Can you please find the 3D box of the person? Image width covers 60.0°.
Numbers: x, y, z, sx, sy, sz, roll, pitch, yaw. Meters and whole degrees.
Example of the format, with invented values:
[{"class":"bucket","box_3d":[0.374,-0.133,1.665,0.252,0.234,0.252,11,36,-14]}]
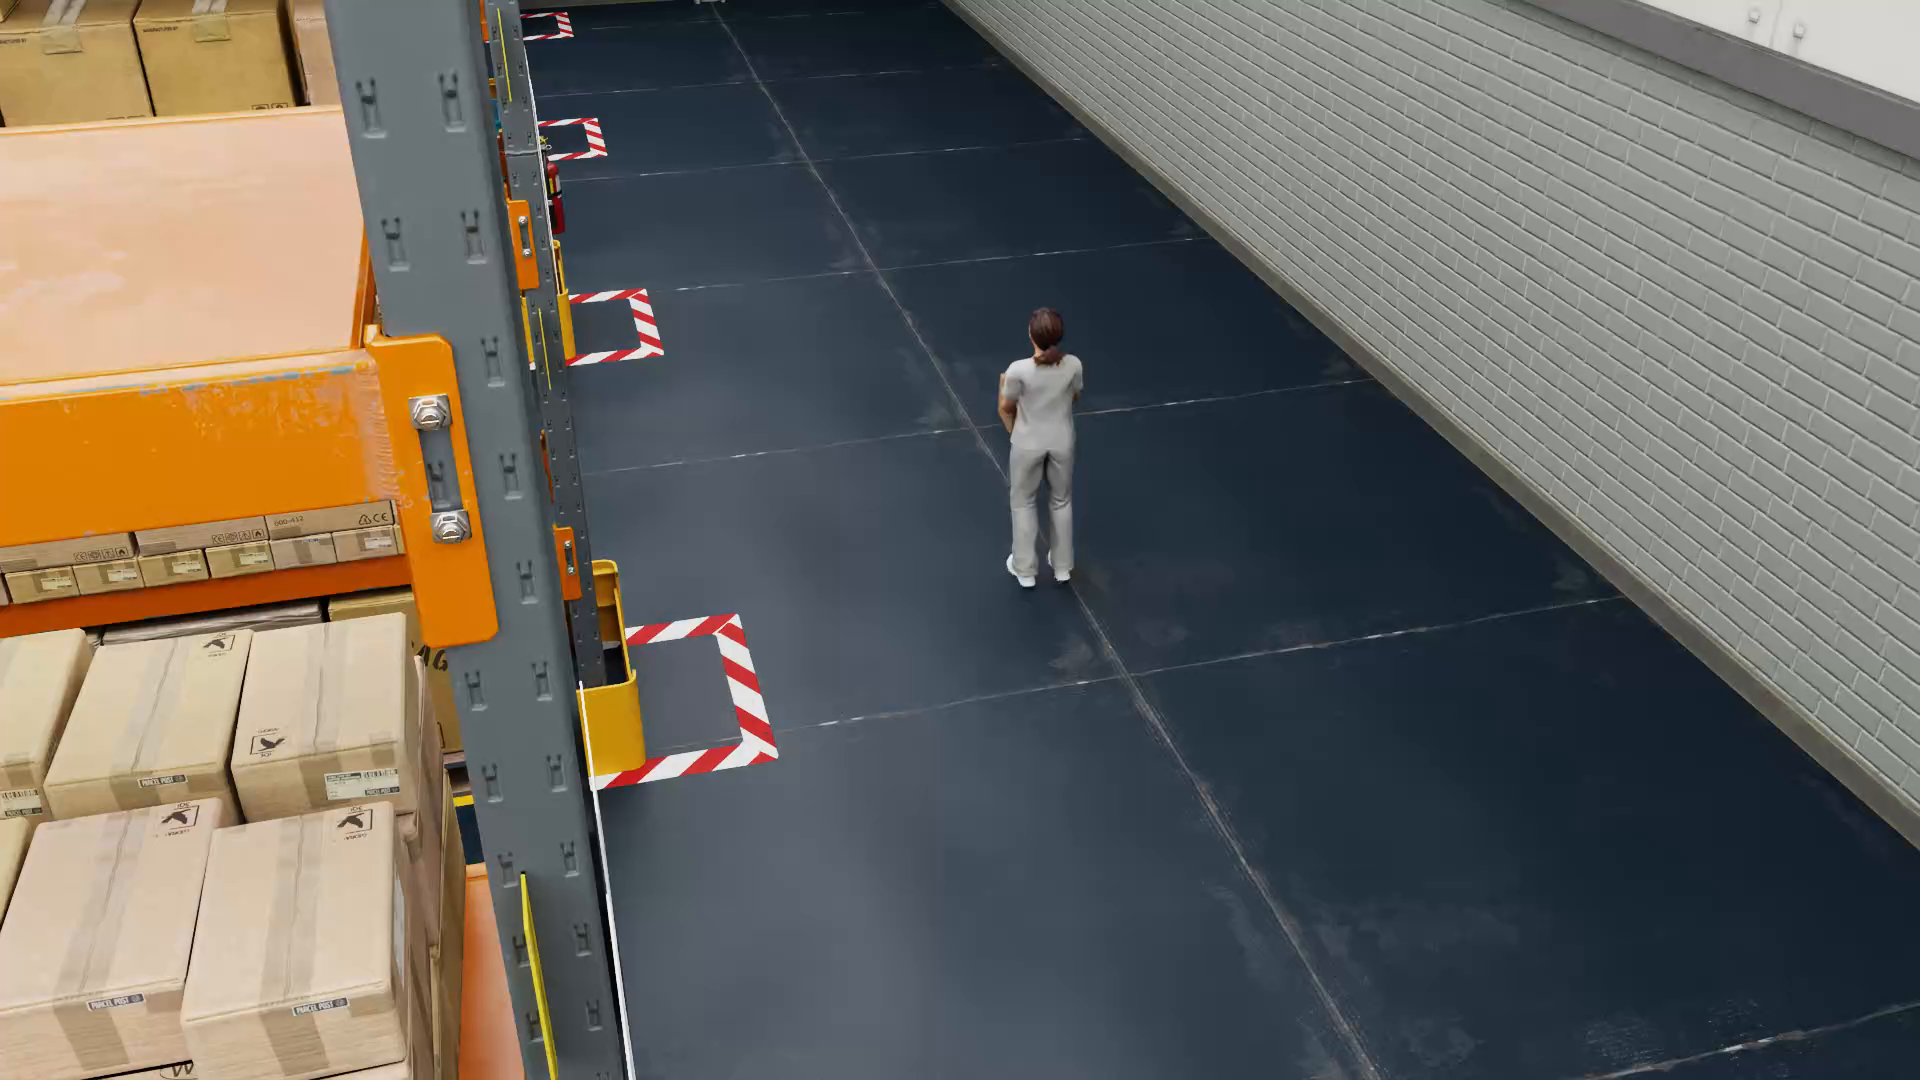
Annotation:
[{"class":"person","box_3d":[0.437,-0.543,9.162,0.445,1.673,0.544,-5,31,-8]}]
